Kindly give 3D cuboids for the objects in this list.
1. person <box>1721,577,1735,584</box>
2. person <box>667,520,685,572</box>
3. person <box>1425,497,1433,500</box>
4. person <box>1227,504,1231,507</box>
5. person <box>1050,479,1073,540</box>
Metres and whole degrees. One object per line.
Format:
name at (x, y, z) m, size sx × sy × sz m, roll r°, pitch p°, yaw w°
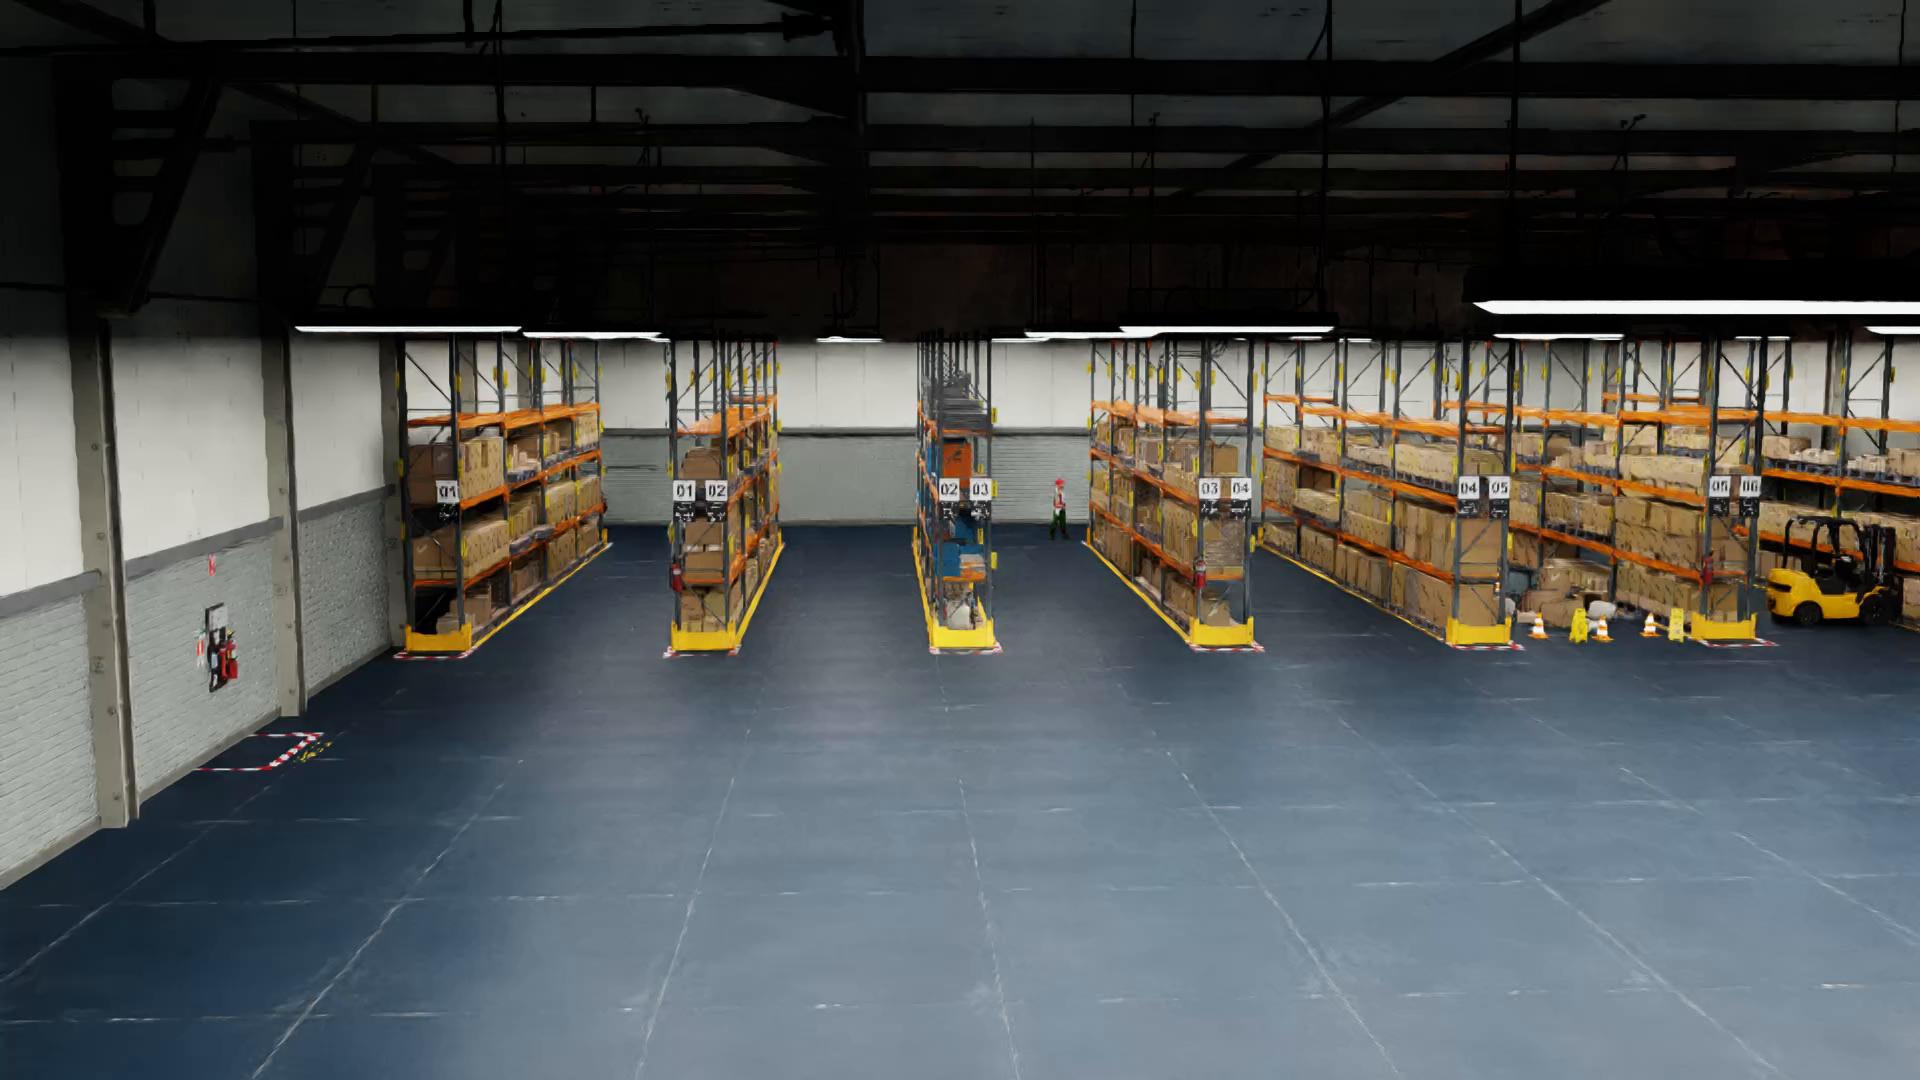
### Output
person at (16.500, 0.669, 35.832) m, size 0.505 × 1.673 × 0.545 m, roll 3°, pitch 7°, yaw 23°
person at (-7.087, 0.042, 41.809) m, size 0.566 × 1.541 × 0.519 m, roll -1°, pitch 7°, yaw -5°
person at (12.466, -0.337, 44.355) m, size 0.561 × 1.651 × 0.591 m, roll 2°, pitch 7°, yaw 17°
person at (7.688, -0.551, 46.479) m, size 0.481 × 1.583 × 1.083 m, roll -1°, pitch 7°, yaw -5°
person at (2.938, -0.914, 48.688) m, size 0.527 × 1.785 × 0.702 m, roll 4°, pitch 8°, yaw 29°
